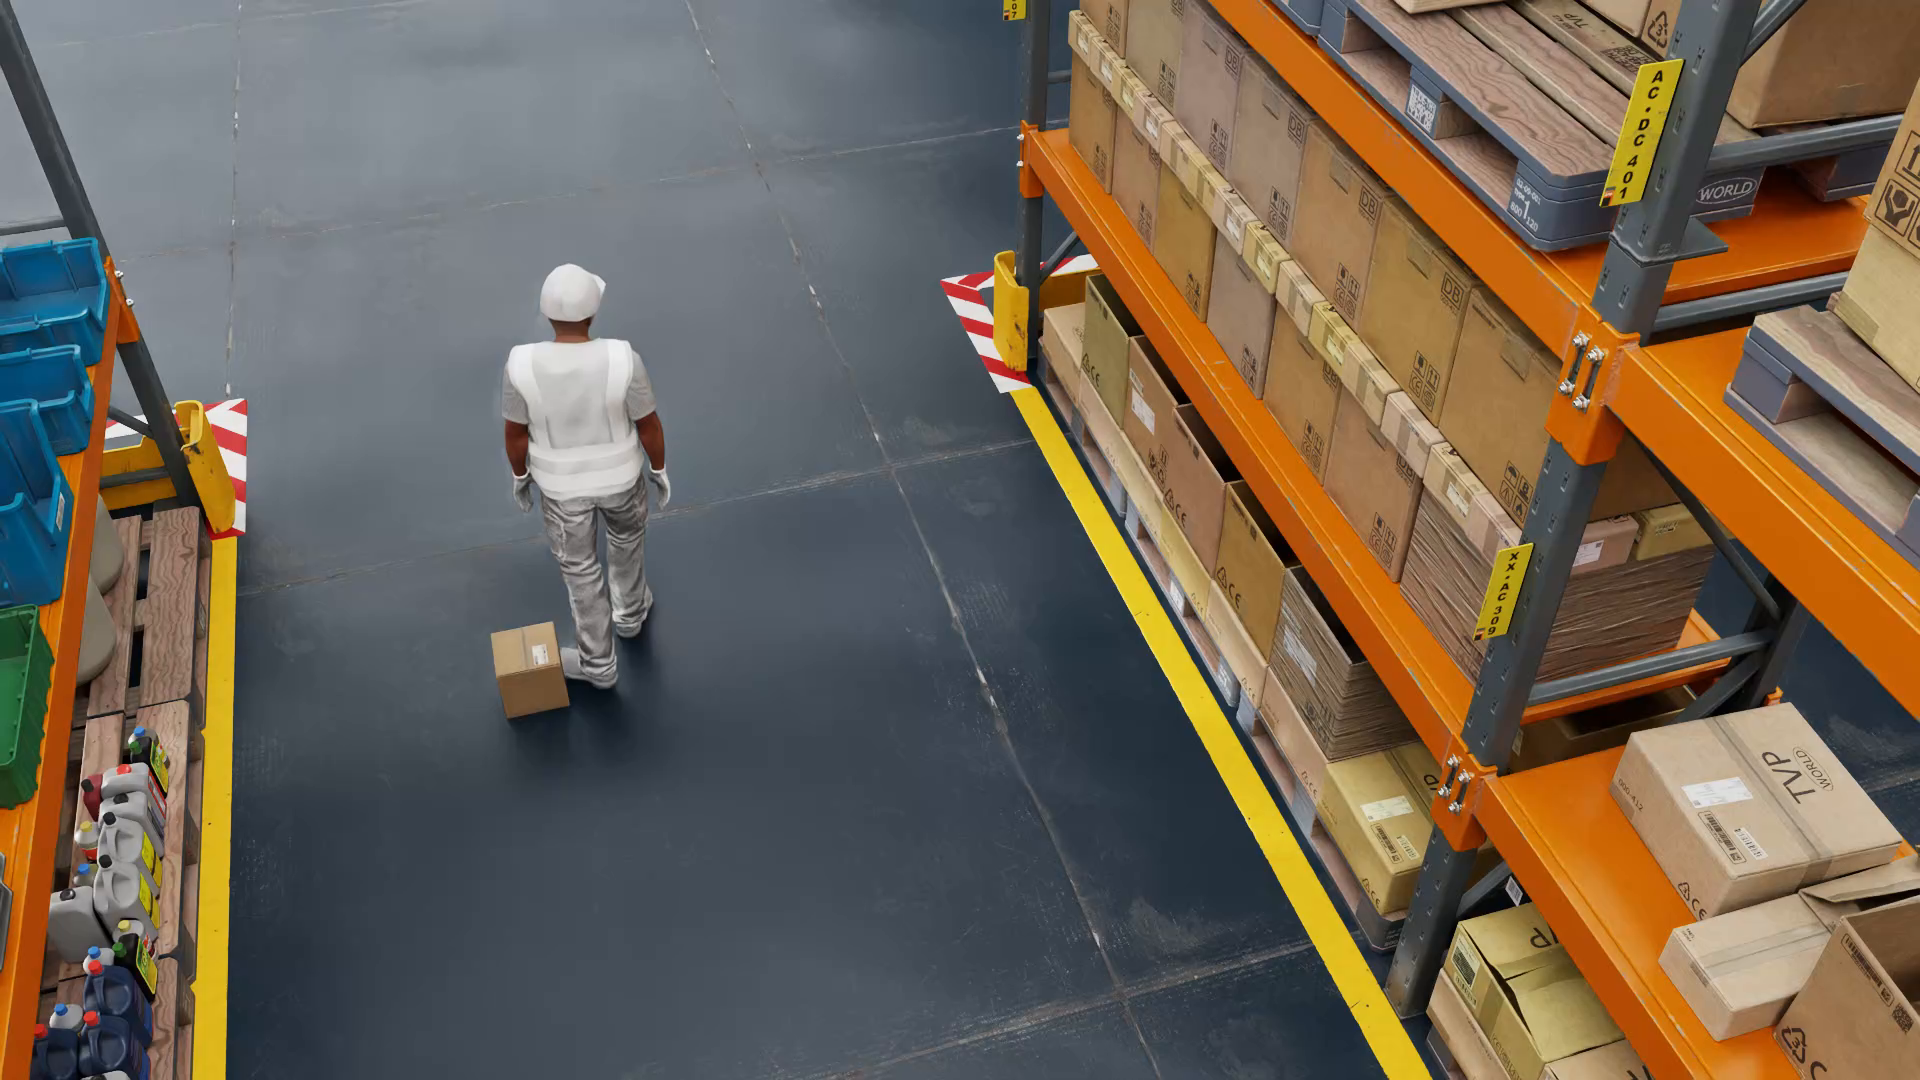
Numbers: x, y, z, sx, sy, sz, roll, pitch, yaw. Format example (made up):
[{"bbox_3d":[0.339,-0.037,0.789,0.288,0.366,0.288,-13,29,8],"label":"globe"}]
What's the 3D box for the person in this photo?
[{"bbox_3d":[-1.424,-0.232,6.410,0.599,1.776,0.603,-9,43,-10],"label":"person"}]
